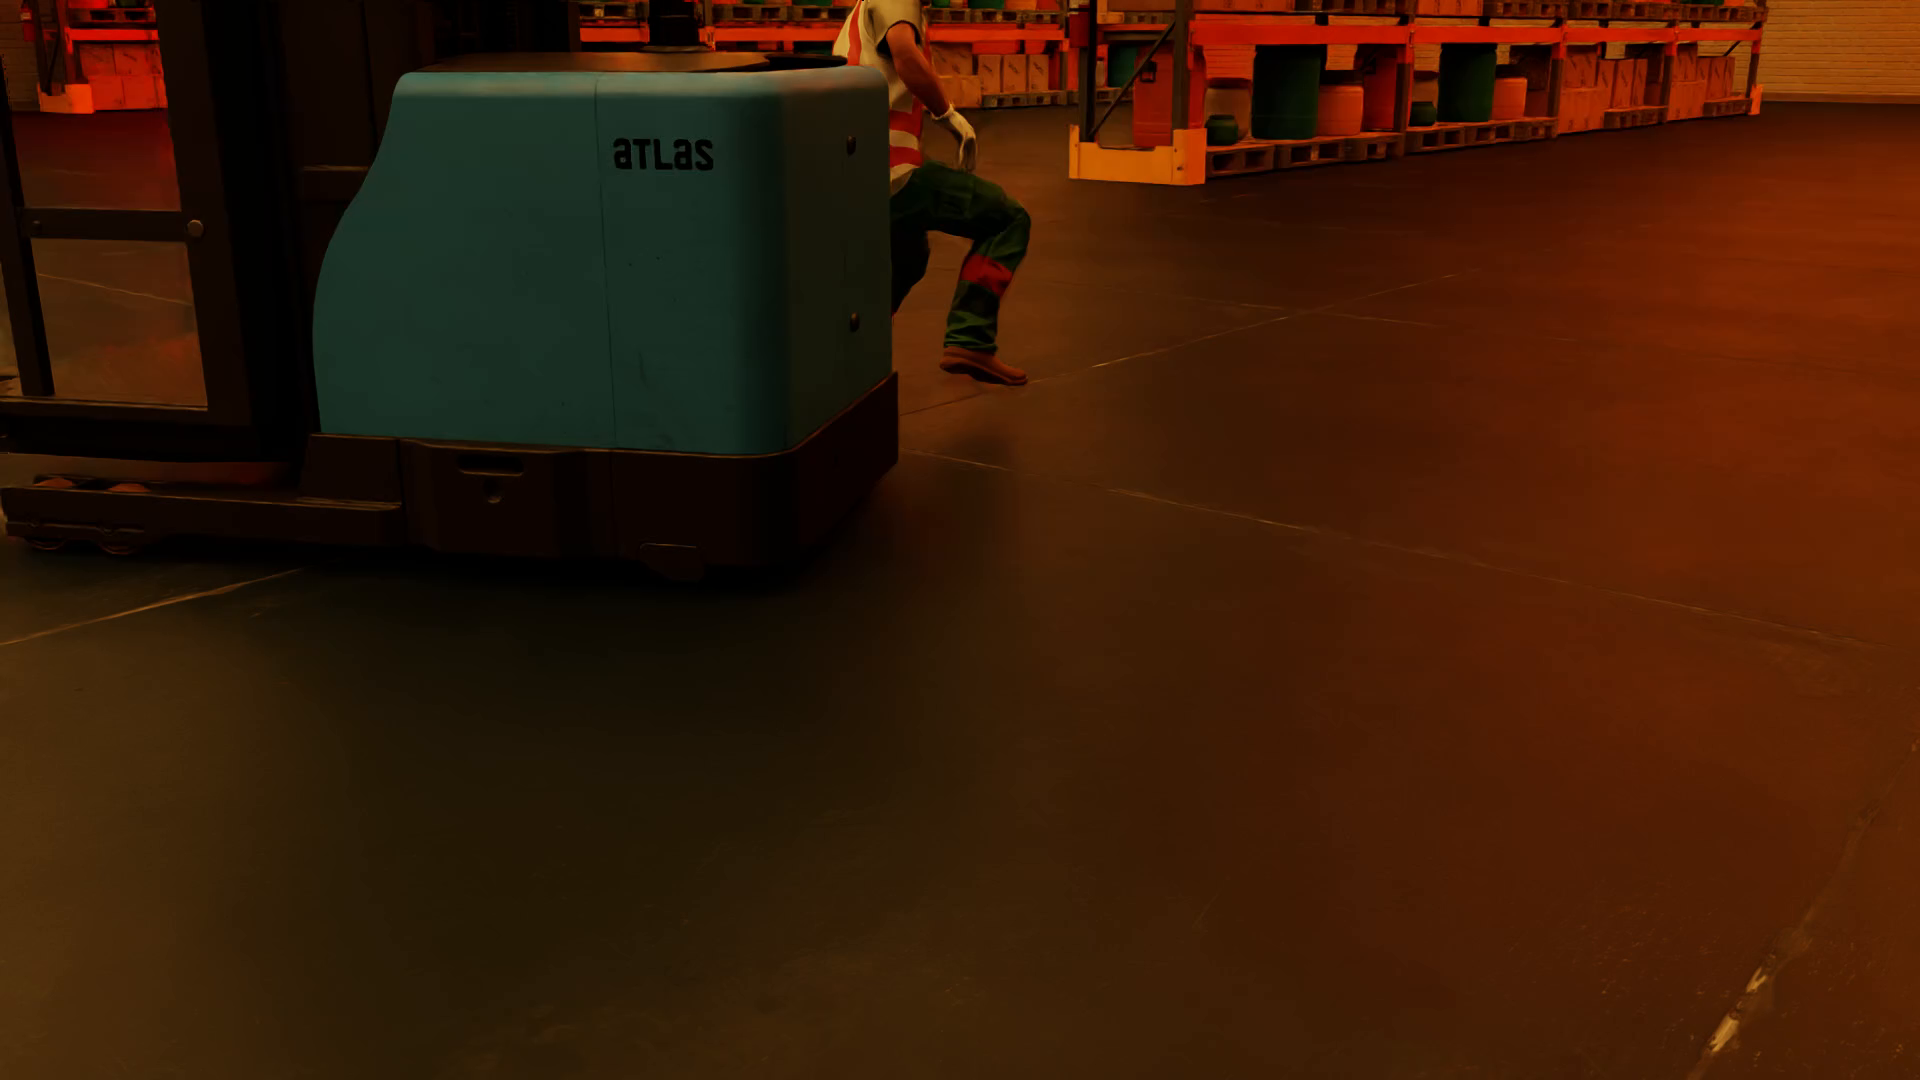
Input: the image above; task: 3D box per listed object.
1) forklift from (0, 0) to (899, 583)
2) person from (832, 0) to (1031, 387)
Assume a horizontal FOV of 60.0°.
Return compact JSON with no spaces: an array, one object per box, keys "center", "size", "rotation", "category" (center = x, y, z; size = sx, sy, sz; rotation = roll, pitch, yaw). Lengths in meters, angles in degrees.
[{"center":[-1.734,-1.511,3.875],"size":[3.031,2.935,1.130],"rotation":[4,17,12],"category":"forklift"},{"center":[-0.153,-1.165,5.271],"size":[0.709,1.545,0.887],"rotation":[-9,19,-27],"category":"person"}]
